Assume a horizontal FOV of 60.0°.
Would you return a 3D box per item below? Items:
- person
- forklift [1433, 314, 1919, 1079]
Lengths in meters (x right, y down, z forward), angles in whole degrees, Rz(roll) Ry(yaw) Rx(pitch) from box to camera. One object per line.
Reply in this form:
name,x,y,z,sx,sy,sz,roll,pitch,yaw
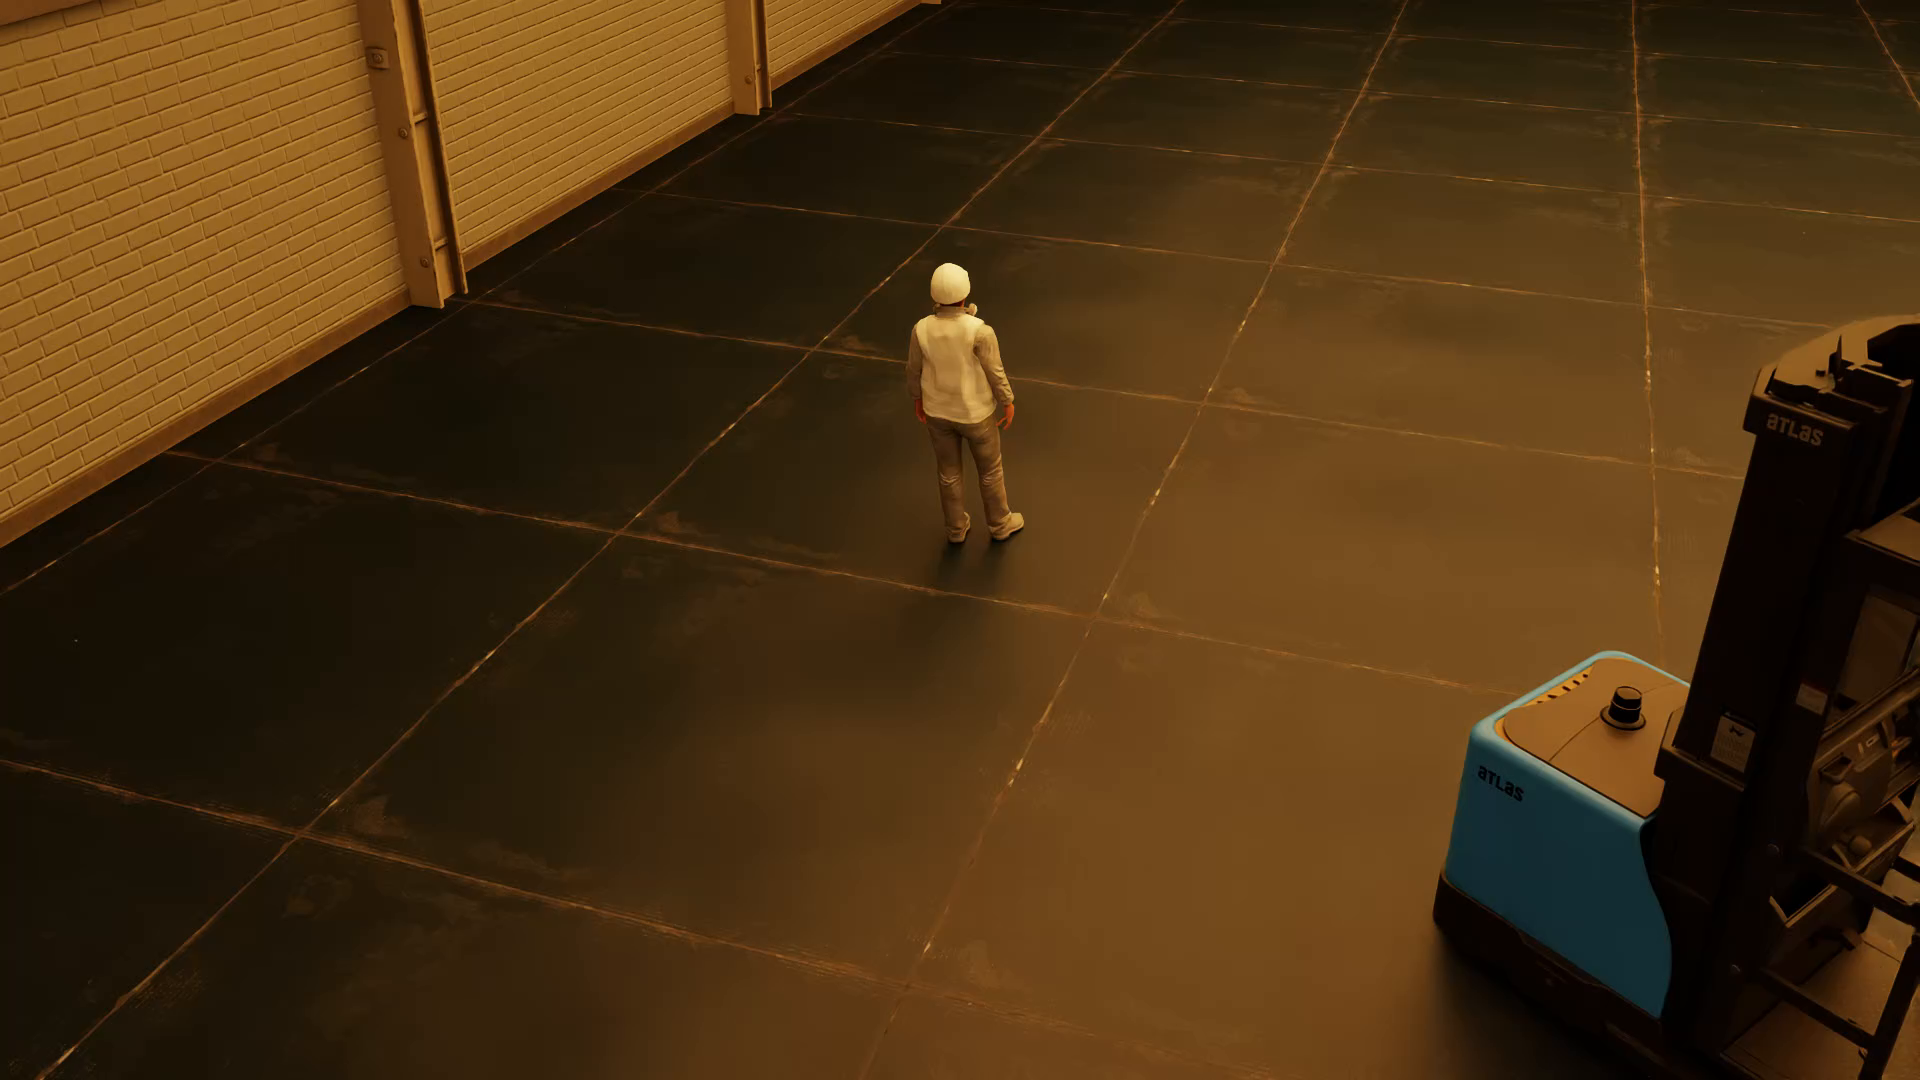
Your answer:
person,0.028,-0.805,9.701,0.632,1.773,0.568,10,31,16
forklift,3.322,0.833,5.675,1.130,2.935,3.031,-21,36,-32
